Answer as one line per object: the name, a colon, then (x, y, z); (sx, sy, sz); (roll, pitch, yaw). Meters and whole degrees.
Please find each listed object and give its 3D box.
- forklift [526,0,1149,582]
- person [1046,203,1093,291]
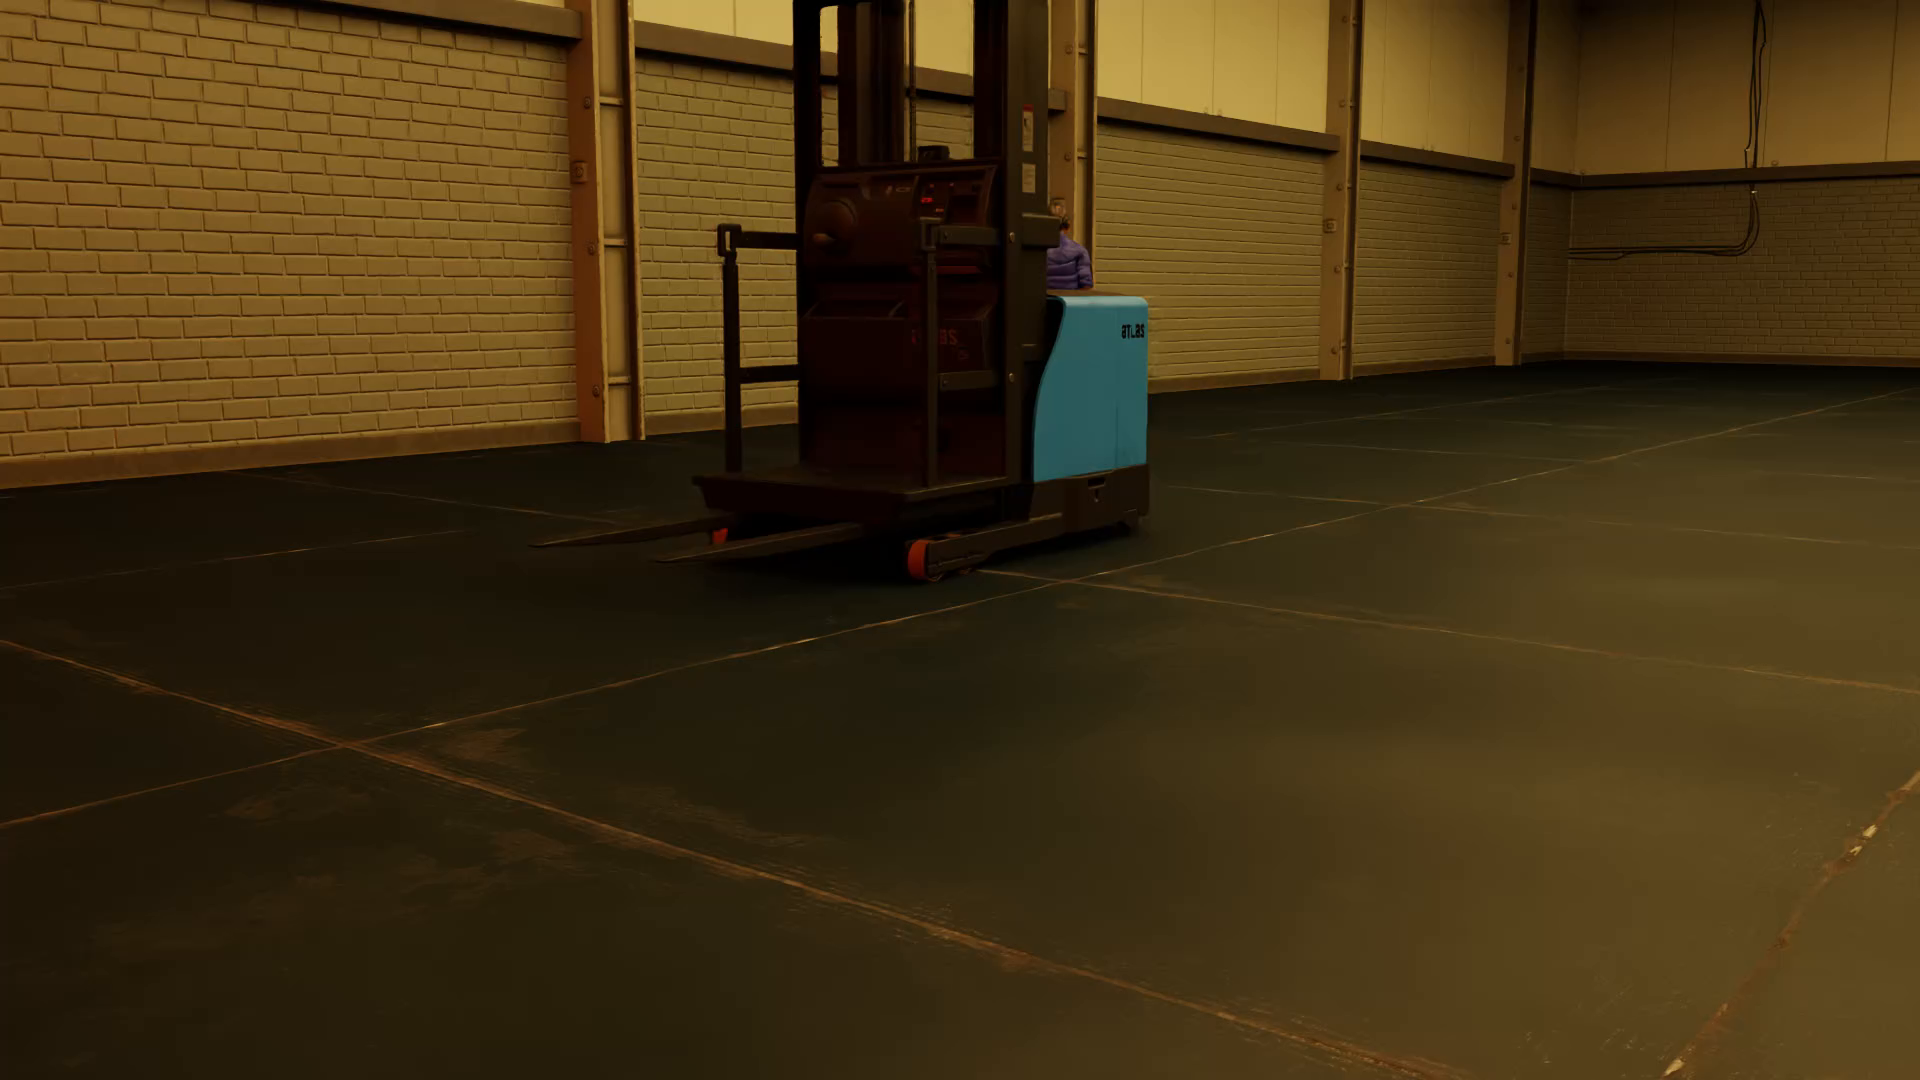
forklift: (-0.374, -1.368, 6.629); (1.130, 2.935, 3.031); (6, 10, 34)
person: (0.615, -1.272, 10.401); (0.509, 1.654, 0.348); (2, 8, 10)
